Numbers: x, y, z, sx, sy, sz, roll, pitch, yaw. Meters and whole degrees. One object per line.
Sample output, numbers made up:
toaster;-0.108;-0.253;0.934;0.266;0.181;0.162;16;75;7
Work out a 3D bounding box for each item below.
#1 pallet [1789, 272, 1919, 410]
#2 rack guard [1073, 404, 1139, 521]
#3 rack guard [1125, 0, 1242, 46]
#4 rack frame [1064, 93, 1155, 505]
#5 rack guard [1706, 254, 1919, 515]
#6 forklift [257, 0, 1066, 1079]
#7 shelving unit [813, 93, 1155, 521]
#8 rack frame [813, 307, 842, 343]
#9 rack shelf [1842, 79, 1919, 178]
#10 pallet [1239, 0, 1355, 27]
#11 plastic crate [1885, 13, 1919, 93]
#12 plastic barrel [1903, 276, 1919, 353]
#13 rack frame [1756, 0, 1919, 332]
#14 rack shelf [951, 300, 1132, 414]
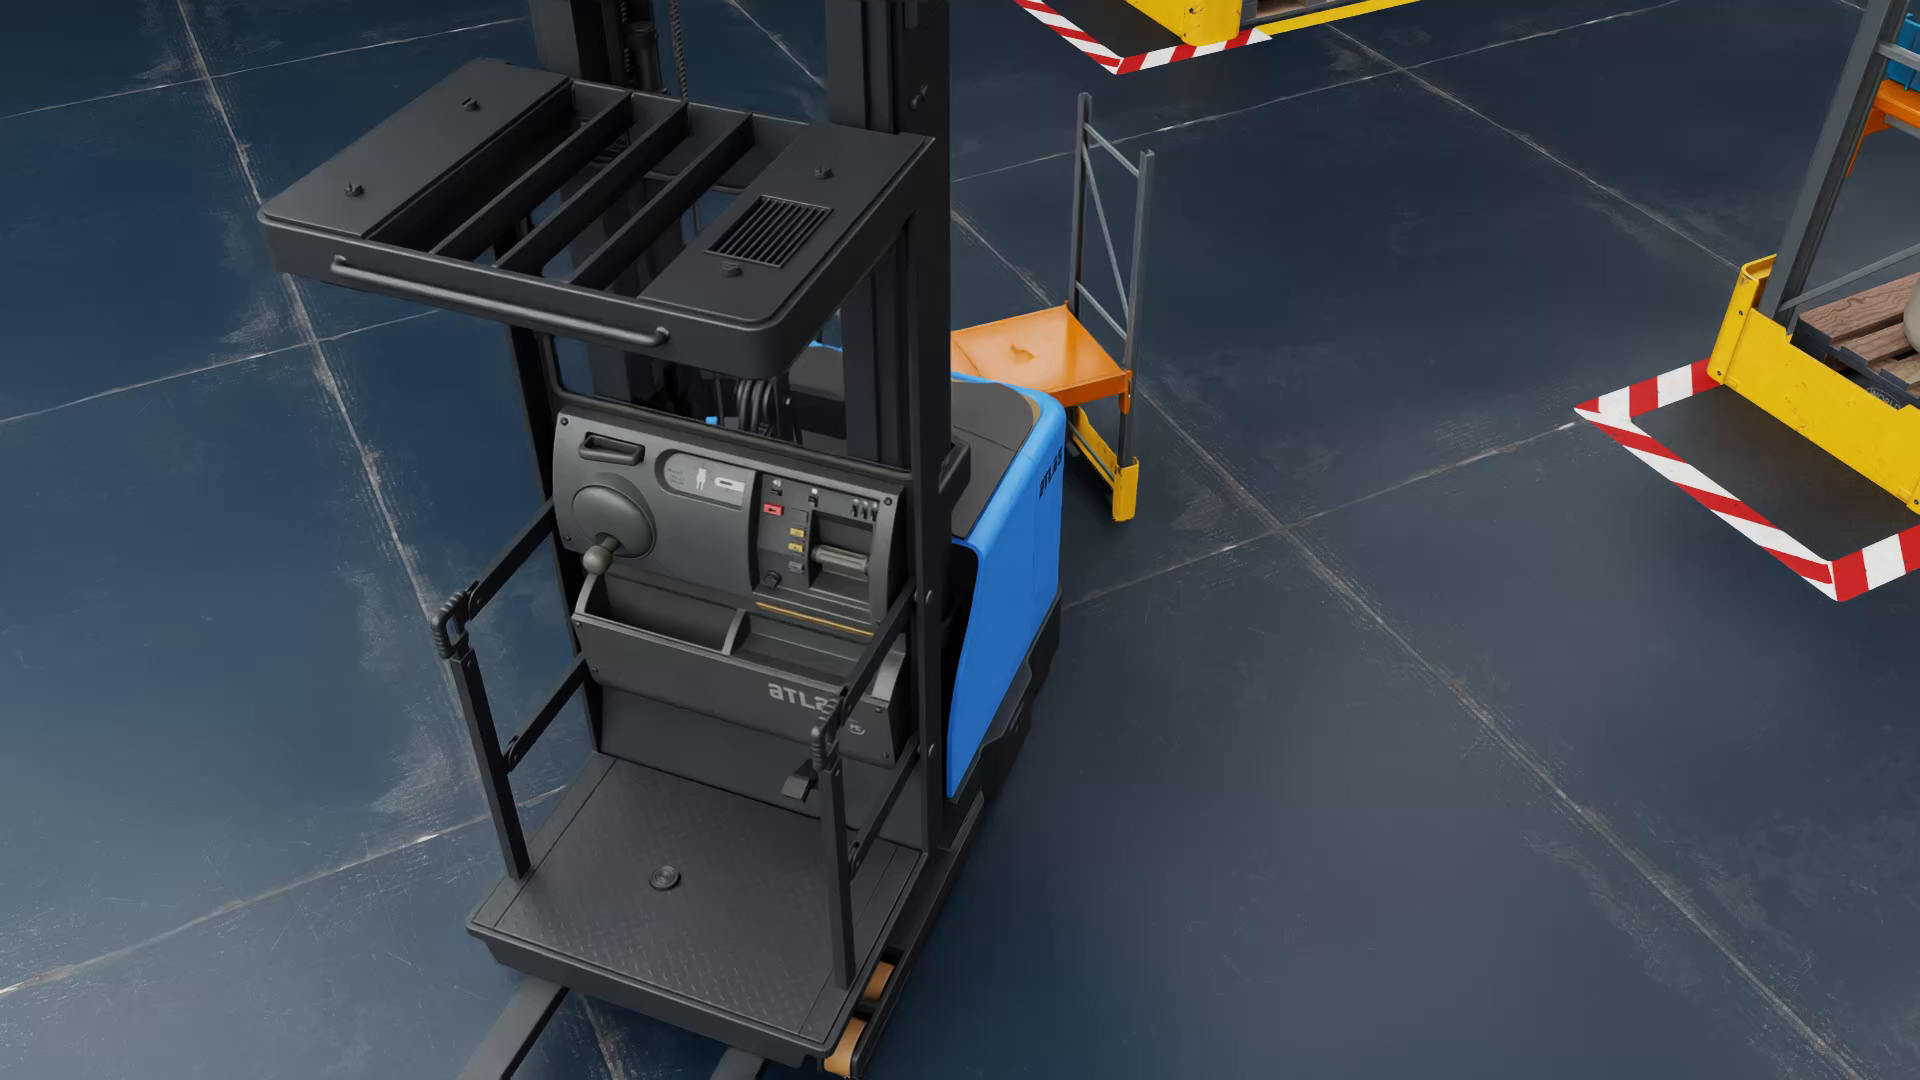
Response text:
pallet;4.308;-0.765;6.991;1.213;0.211;1.003;-19;44;-21
rack guard;0.521;-0.348;6.468;0.087;0.250;0.587;-16;43;-18
rack guard;1.233;-3.419;9.902;0.348;0.500;1.175;-19;44;-21
rack frame;0.522;-0.826;6.065;0.032;1.500;0.500;-16;43;-18
rack guard;3.585;-0.636;6.615;0.348;0.500;1.175;-19;44;-21
forklift;-0.664;0.030;3.947;1.130;2.935;3.031;14;42;16
shelving unit;0.064;-0.698;5.914;1.083;1.500;0.587;-16;43;-18
rack frame;-0.412;-0.566;5.758;0.032;1.500;0.500;-16;43;-18
rack shelf;5.313;-1.863;6.686;4.000;0.370;1.077;-19;44;-21
pallet;1.913;-3.568;10.302;1.213;0.211;1.003;-19;44;-21
plastic crate;3.845;-1.805;6.175;0.616;0.251;0.499;-19;44;-21
plastic barrel;4.087;-0.991;6.700;0.421;0.512;0.421;0;40;0
rack frame;3.539;-1.541;5.748;0.127;3.000;1.000;-19;44;-21
rack shelf;0.055;-0.559;6.027;1.000;0.185;0.538;-16;43;-18
